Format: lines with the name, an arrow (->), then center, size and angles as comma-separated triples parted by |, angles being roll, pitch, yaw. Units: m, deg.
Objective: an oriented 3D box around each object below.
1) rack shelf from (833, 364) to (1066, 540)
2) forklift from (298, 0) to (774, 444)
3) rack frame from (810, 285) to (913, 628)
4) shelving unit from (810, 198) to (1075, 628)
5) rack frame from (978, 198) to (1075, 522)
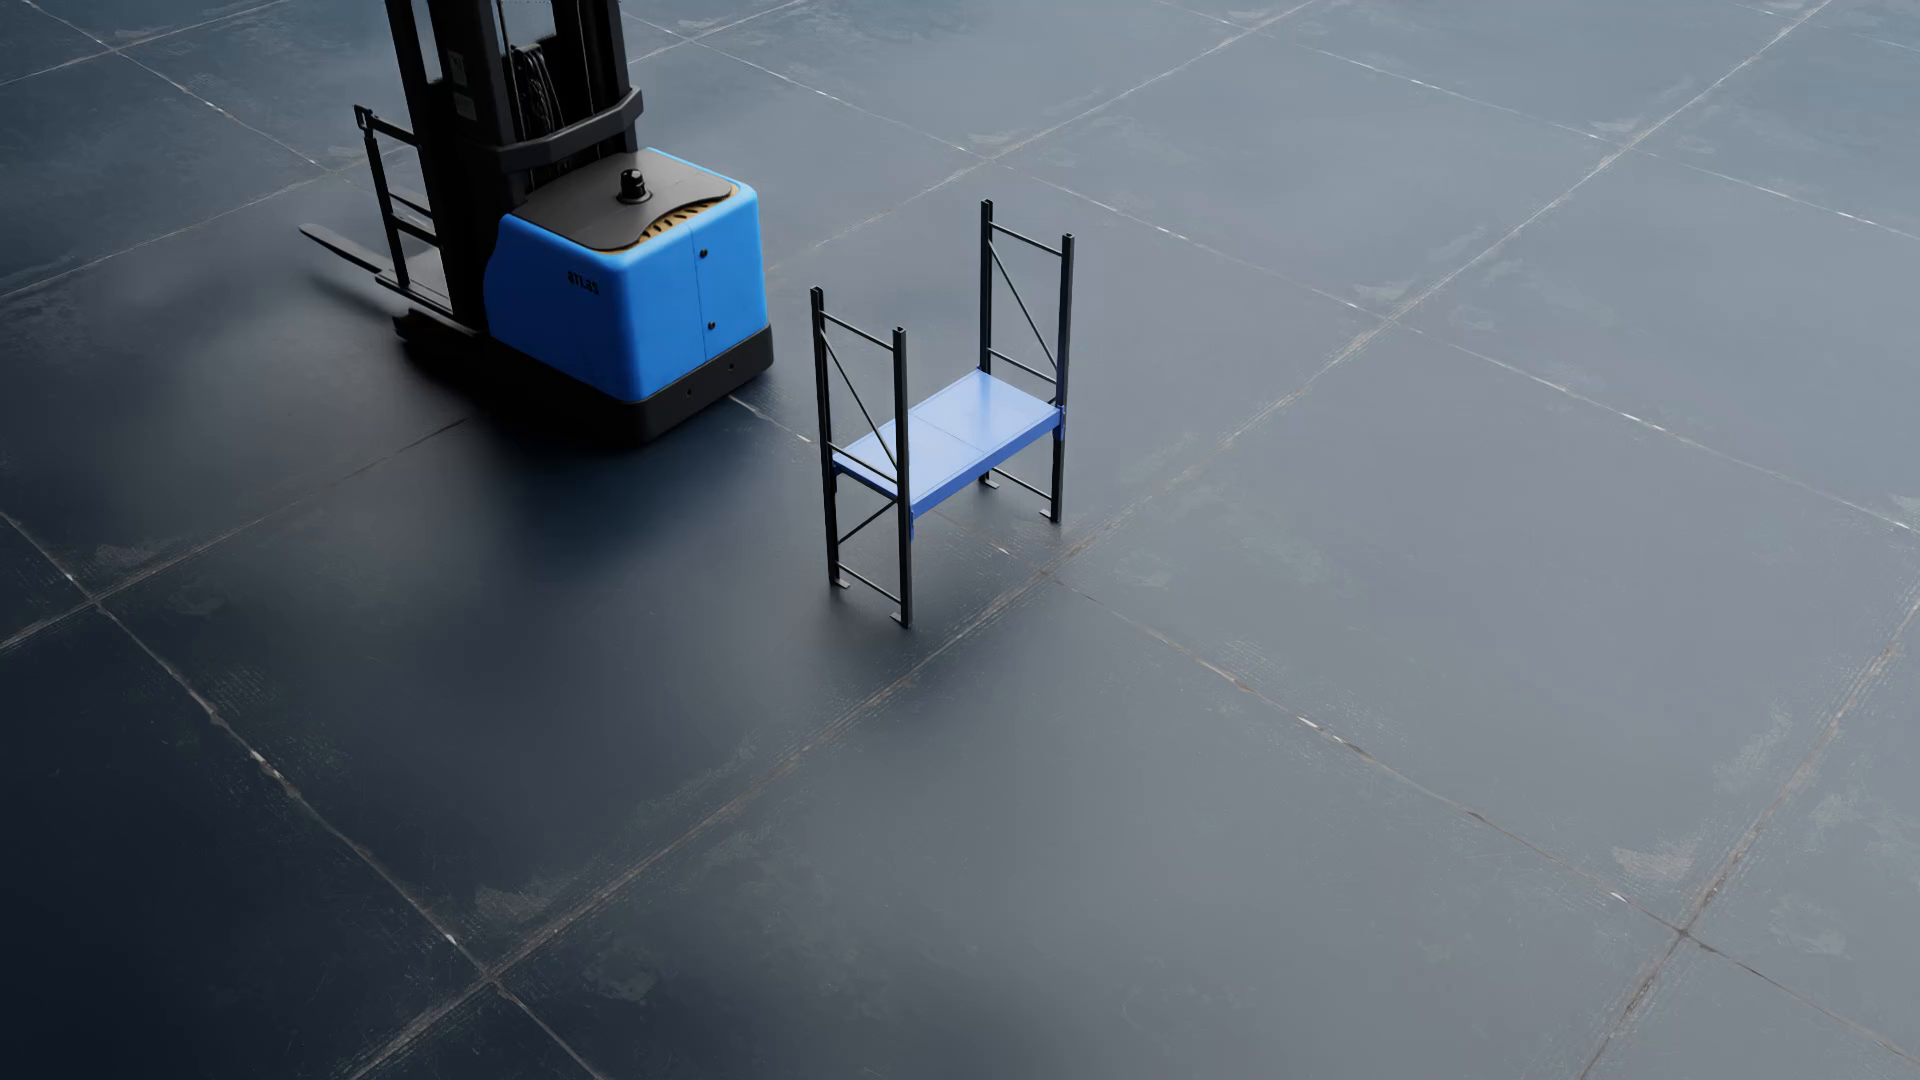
rack shelf -> -0.058, -0.407, 7.346 | 0.538, 0.185, 1.000 | 30, 47, 32
forklift -> -2.459, -2.378, 8.385 | 3.031, 2.935, 1.130 | 26, 45, 29
rack frame -> -0.400, -0.314, 6.940 | 0.500, 1.500, 0.032 | 30, 47, 32
shelving unit -> -0.058, -0.548, 7.234 | 0.538, 1.500, 1.048 | 30, 47, 32
rack frame -> 0.285, -0.781, 7.528 | 0.500, 1.500, 0.032 | 30, 47, 32
